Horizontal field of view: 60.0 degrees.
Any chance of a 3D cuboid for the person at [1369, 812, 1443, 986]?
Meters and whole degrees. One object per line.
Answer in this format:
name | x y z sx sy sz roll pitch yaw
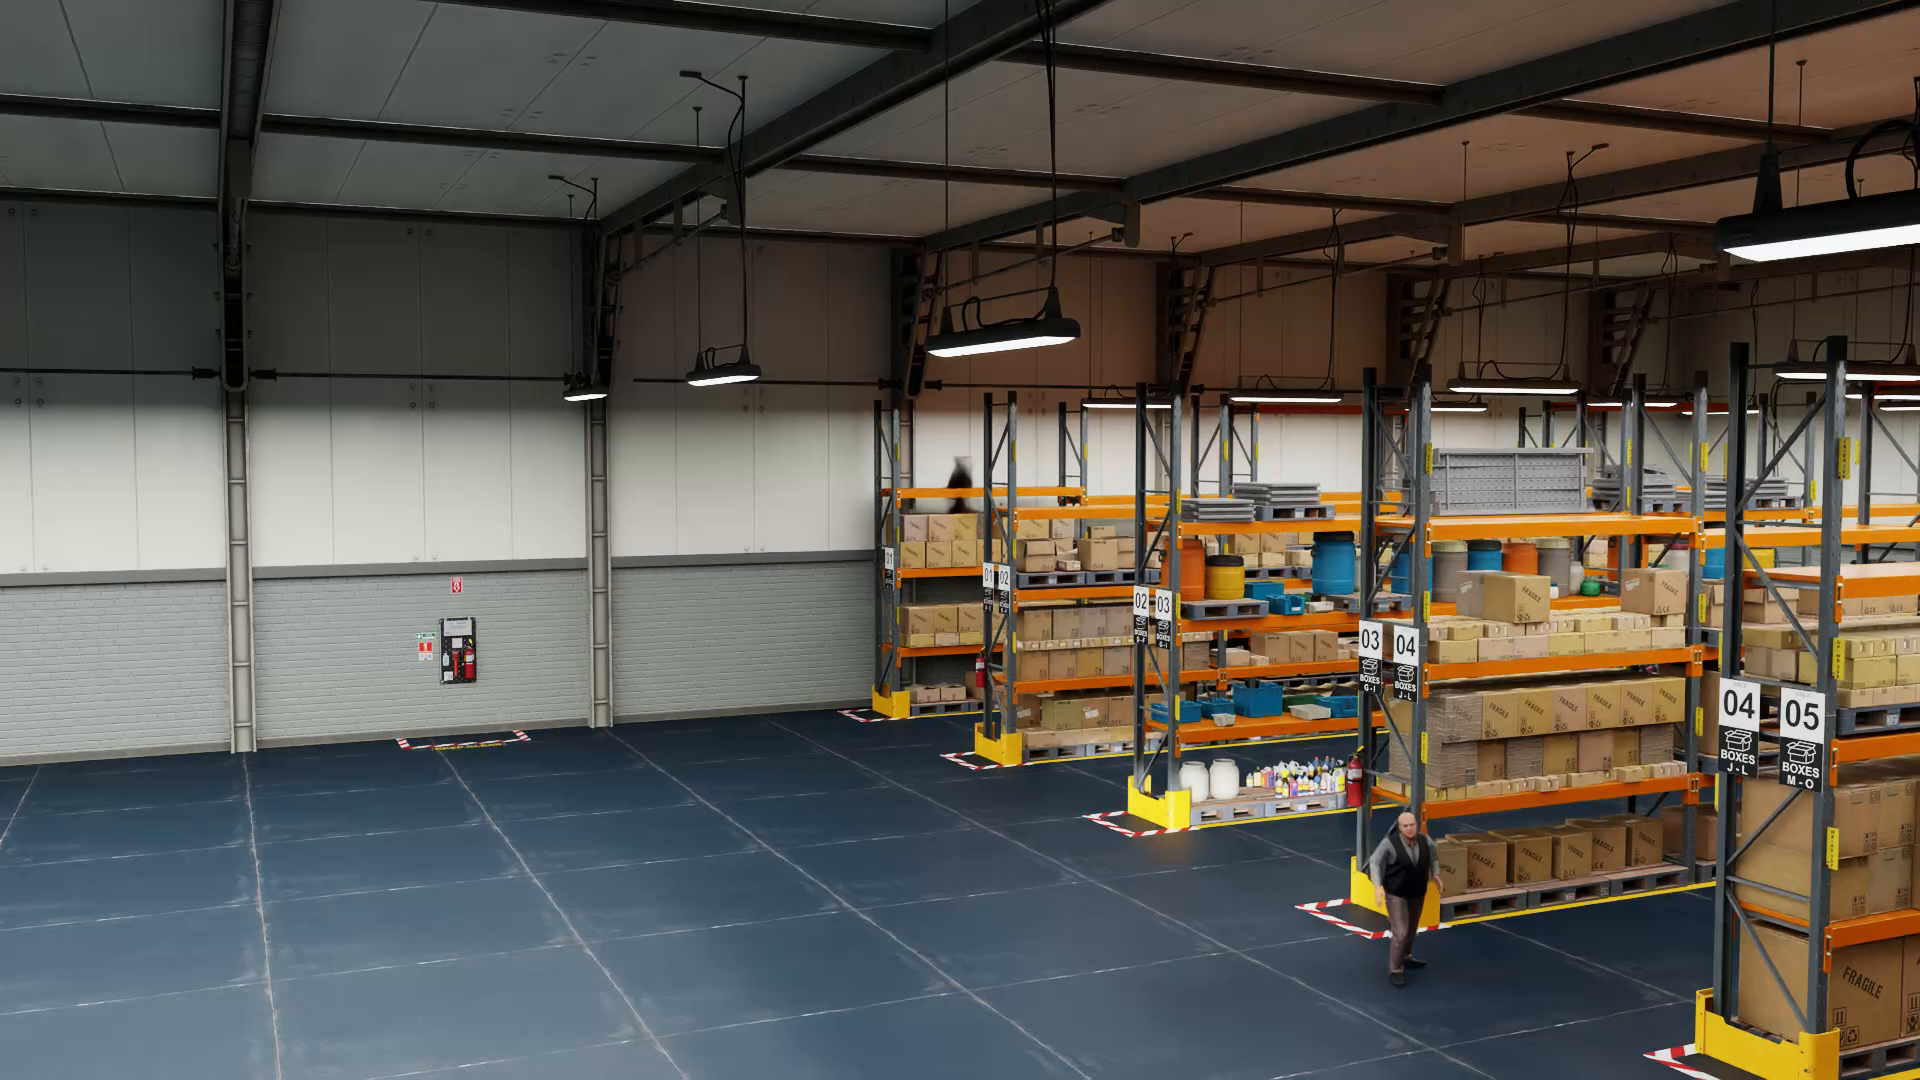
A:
person | 4.325 3.416 15.992 0.717 1.655 0.830 -1 4 -19
